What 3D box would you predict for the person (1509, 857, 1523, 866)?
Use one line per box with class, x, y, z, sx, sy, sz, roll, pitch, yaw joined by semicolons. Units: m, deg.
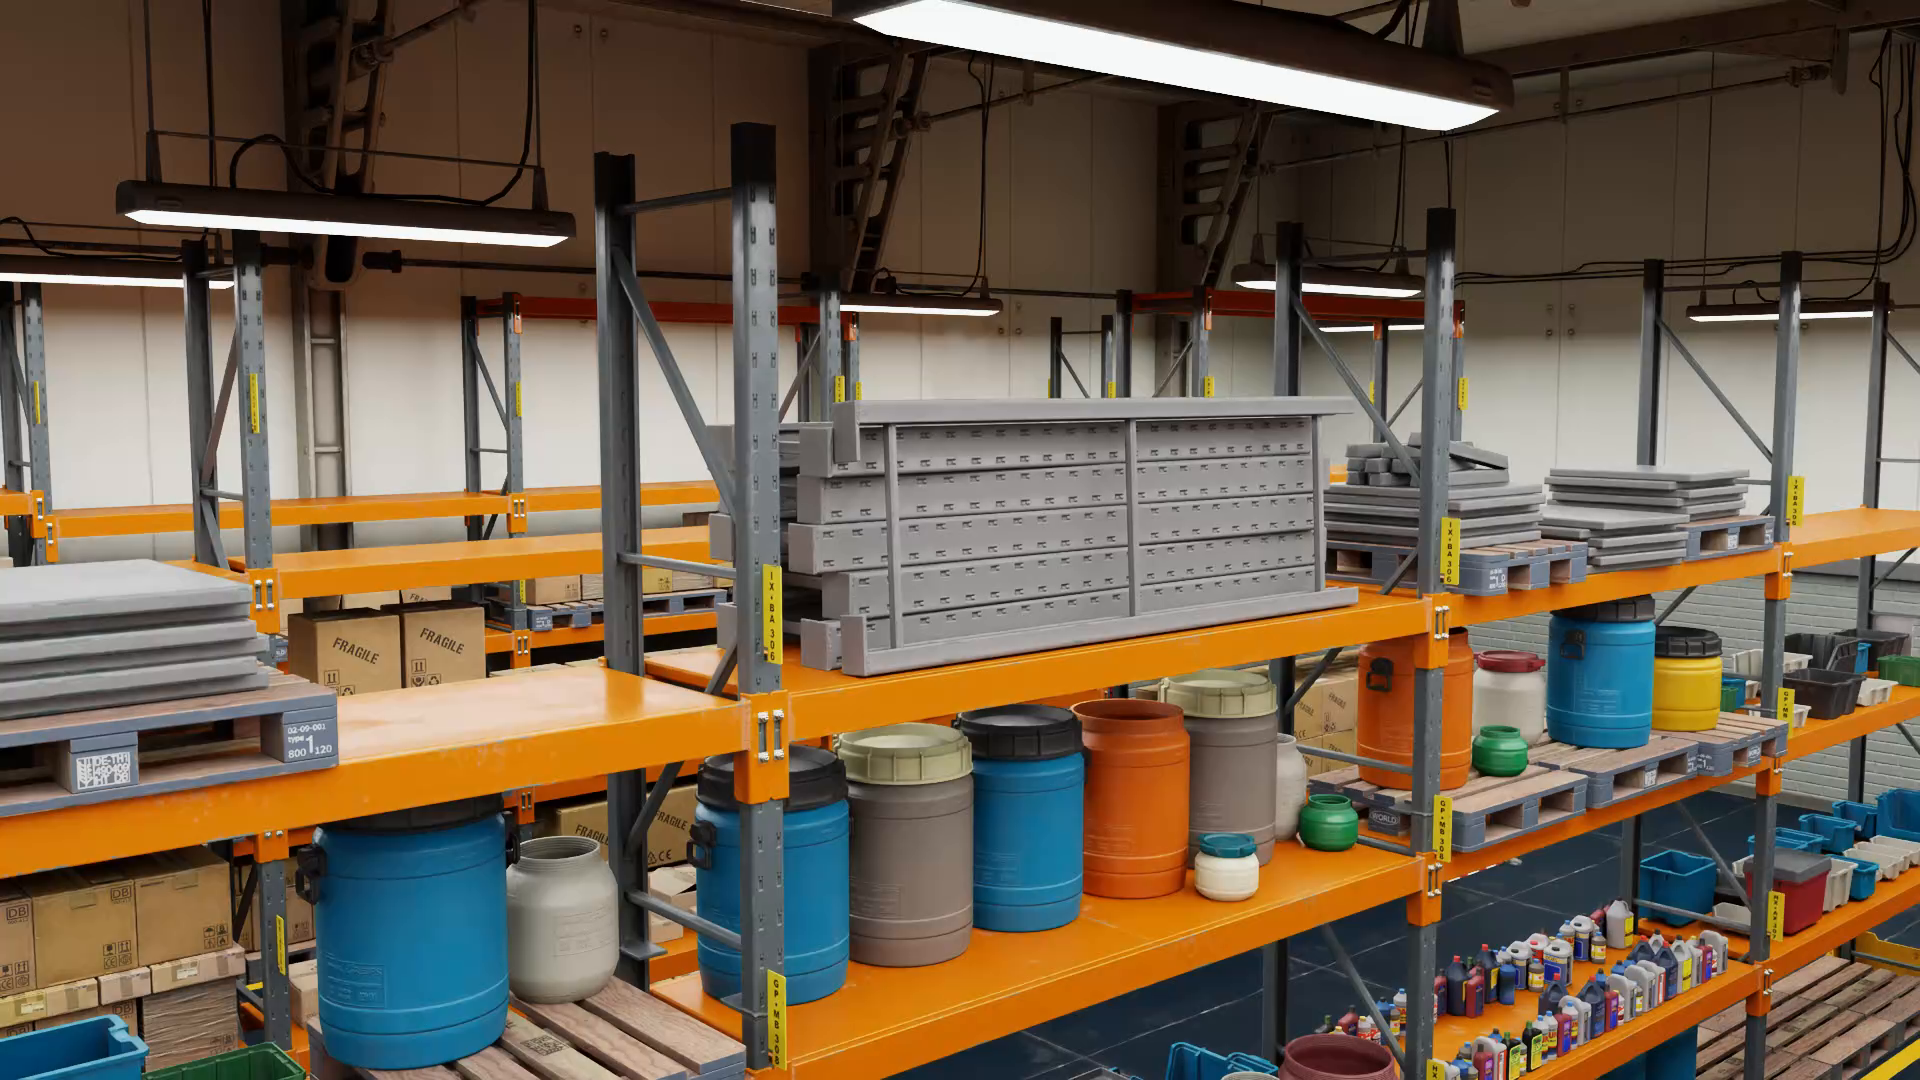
person;5.823;2.665;18.080;0.577;1.603;0.775;-4;7;-37
